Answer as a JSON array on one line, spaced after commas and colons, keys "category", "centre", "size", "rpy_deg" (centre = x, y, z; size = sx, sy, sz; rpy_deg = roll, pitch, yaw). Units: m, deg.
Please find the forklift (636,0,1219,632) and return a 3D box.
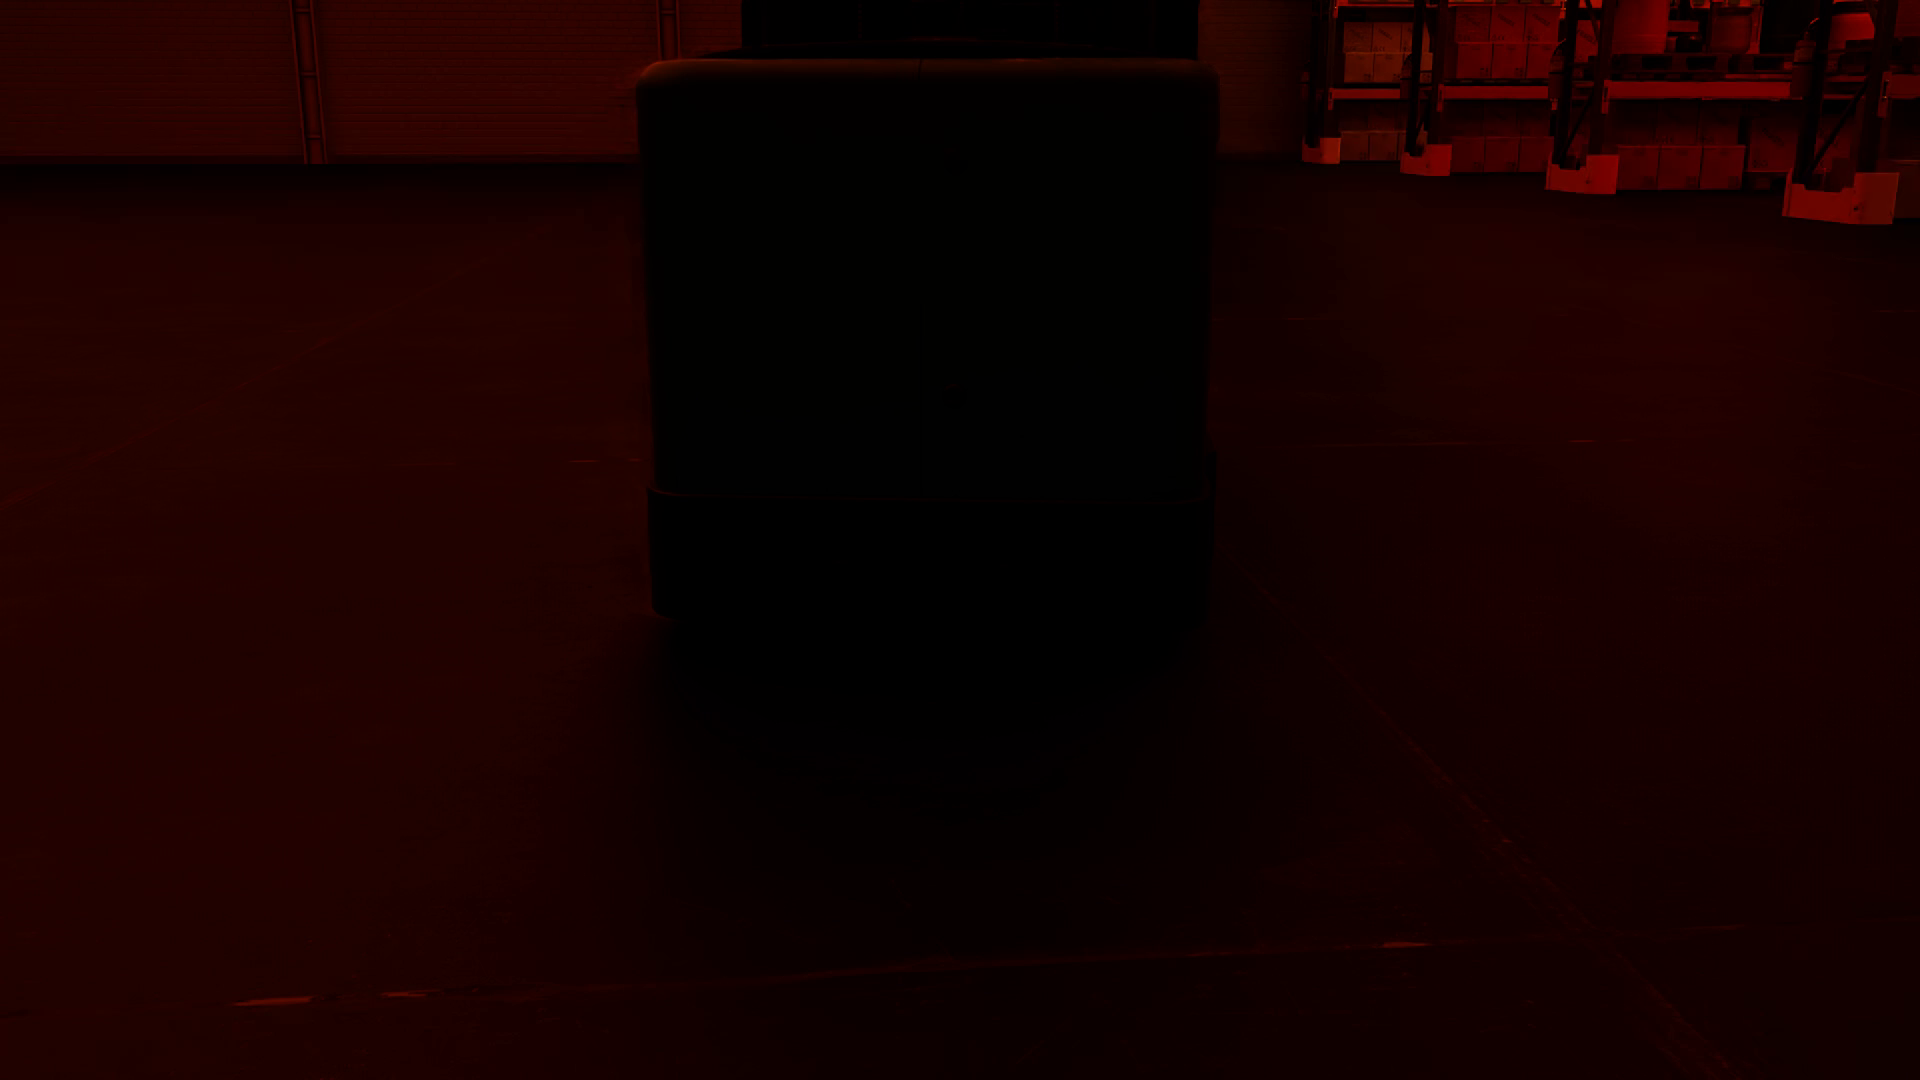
[{"category": "forklift", "centre": [0.040, -1.572, 4.152], "size": [1.130, 2.935, 3.031], "rpy_deg": [1, 15, 4]}]
